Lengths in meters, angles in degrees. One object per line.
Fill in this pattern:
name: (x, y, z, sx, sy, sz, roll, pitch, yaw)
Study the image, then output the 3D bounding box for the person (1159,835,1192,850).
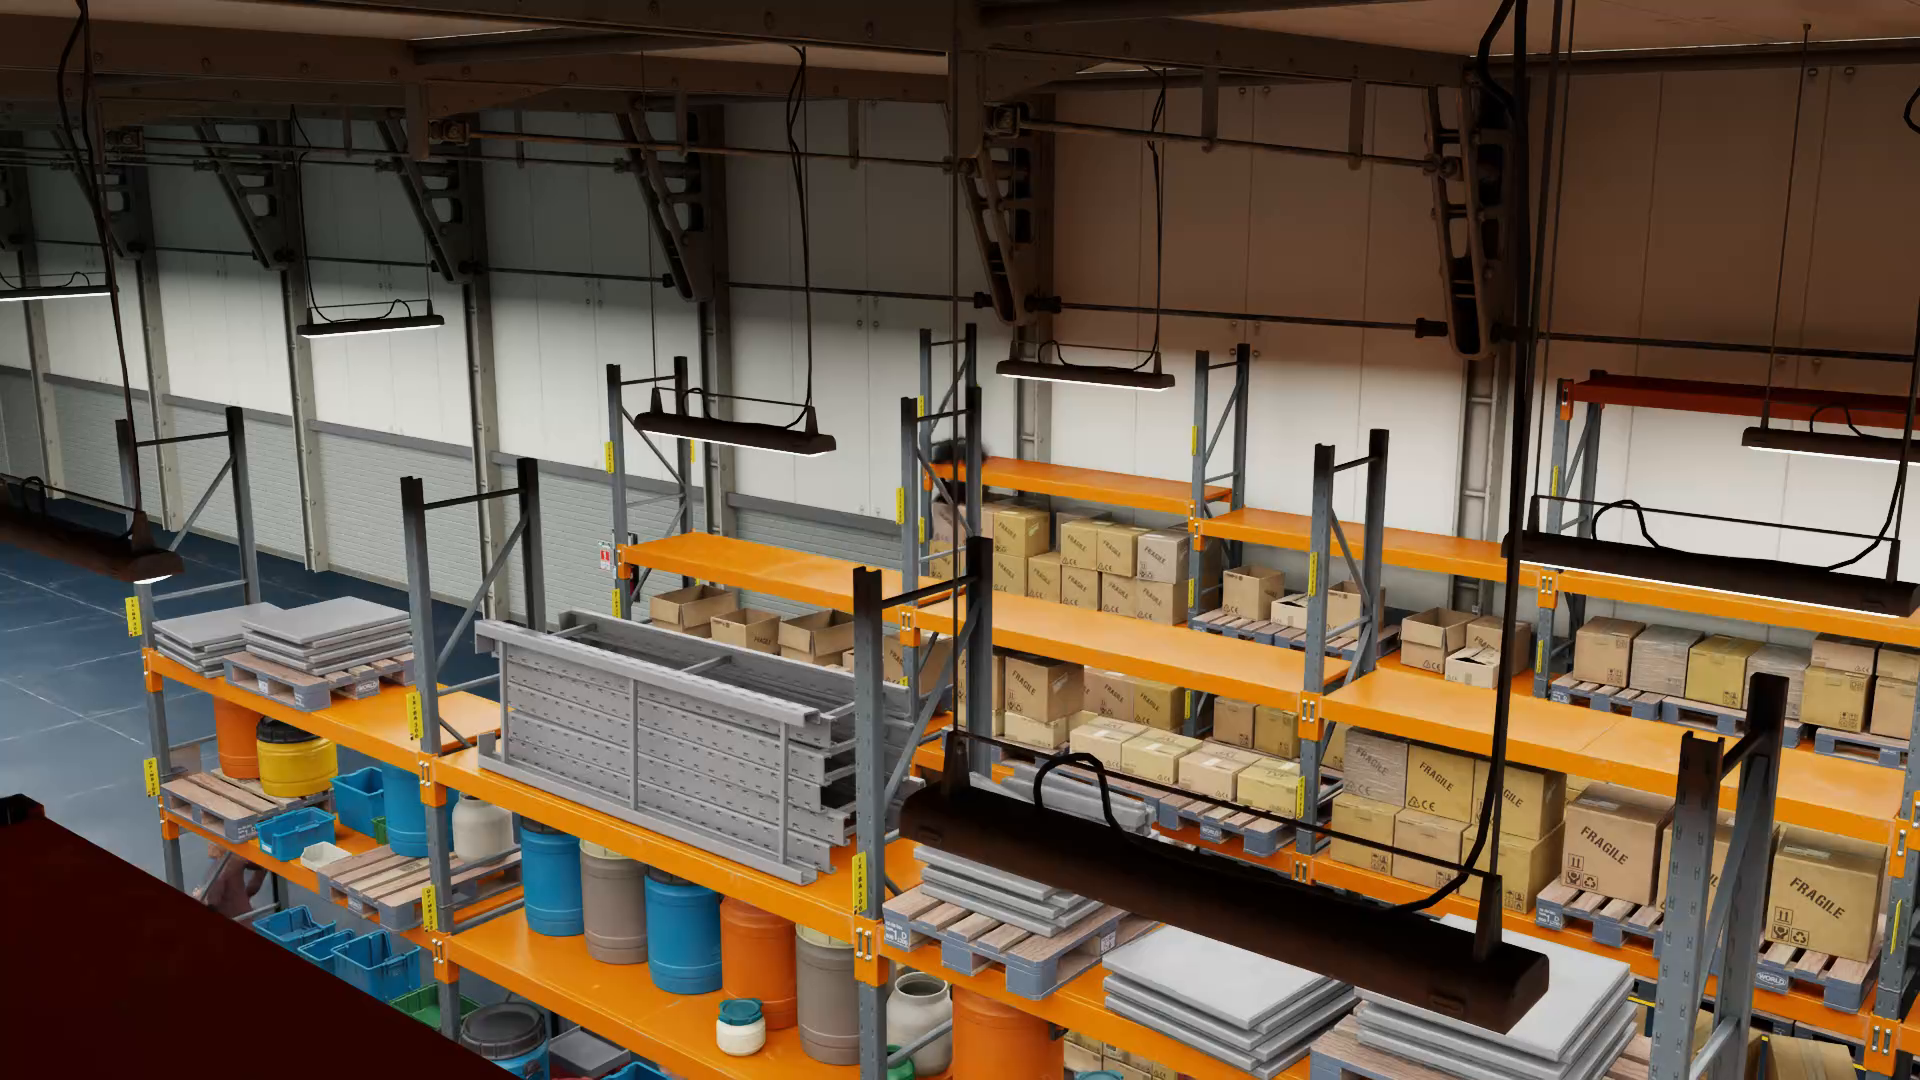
person: (1.922, 3.494, 16.762, 0.801, 1.841, 0.682, 9, 16, 35)

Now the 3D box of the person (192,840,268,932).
person: (-6.964, 3.692, 16.010, 0.910, 1.842, 0.715, 0, 13, 2)

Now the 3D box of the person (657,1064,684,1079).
person: (-2.325, 4.109, 14.260, 0.708, 1.695, 0.543, 6, 14, 25)
